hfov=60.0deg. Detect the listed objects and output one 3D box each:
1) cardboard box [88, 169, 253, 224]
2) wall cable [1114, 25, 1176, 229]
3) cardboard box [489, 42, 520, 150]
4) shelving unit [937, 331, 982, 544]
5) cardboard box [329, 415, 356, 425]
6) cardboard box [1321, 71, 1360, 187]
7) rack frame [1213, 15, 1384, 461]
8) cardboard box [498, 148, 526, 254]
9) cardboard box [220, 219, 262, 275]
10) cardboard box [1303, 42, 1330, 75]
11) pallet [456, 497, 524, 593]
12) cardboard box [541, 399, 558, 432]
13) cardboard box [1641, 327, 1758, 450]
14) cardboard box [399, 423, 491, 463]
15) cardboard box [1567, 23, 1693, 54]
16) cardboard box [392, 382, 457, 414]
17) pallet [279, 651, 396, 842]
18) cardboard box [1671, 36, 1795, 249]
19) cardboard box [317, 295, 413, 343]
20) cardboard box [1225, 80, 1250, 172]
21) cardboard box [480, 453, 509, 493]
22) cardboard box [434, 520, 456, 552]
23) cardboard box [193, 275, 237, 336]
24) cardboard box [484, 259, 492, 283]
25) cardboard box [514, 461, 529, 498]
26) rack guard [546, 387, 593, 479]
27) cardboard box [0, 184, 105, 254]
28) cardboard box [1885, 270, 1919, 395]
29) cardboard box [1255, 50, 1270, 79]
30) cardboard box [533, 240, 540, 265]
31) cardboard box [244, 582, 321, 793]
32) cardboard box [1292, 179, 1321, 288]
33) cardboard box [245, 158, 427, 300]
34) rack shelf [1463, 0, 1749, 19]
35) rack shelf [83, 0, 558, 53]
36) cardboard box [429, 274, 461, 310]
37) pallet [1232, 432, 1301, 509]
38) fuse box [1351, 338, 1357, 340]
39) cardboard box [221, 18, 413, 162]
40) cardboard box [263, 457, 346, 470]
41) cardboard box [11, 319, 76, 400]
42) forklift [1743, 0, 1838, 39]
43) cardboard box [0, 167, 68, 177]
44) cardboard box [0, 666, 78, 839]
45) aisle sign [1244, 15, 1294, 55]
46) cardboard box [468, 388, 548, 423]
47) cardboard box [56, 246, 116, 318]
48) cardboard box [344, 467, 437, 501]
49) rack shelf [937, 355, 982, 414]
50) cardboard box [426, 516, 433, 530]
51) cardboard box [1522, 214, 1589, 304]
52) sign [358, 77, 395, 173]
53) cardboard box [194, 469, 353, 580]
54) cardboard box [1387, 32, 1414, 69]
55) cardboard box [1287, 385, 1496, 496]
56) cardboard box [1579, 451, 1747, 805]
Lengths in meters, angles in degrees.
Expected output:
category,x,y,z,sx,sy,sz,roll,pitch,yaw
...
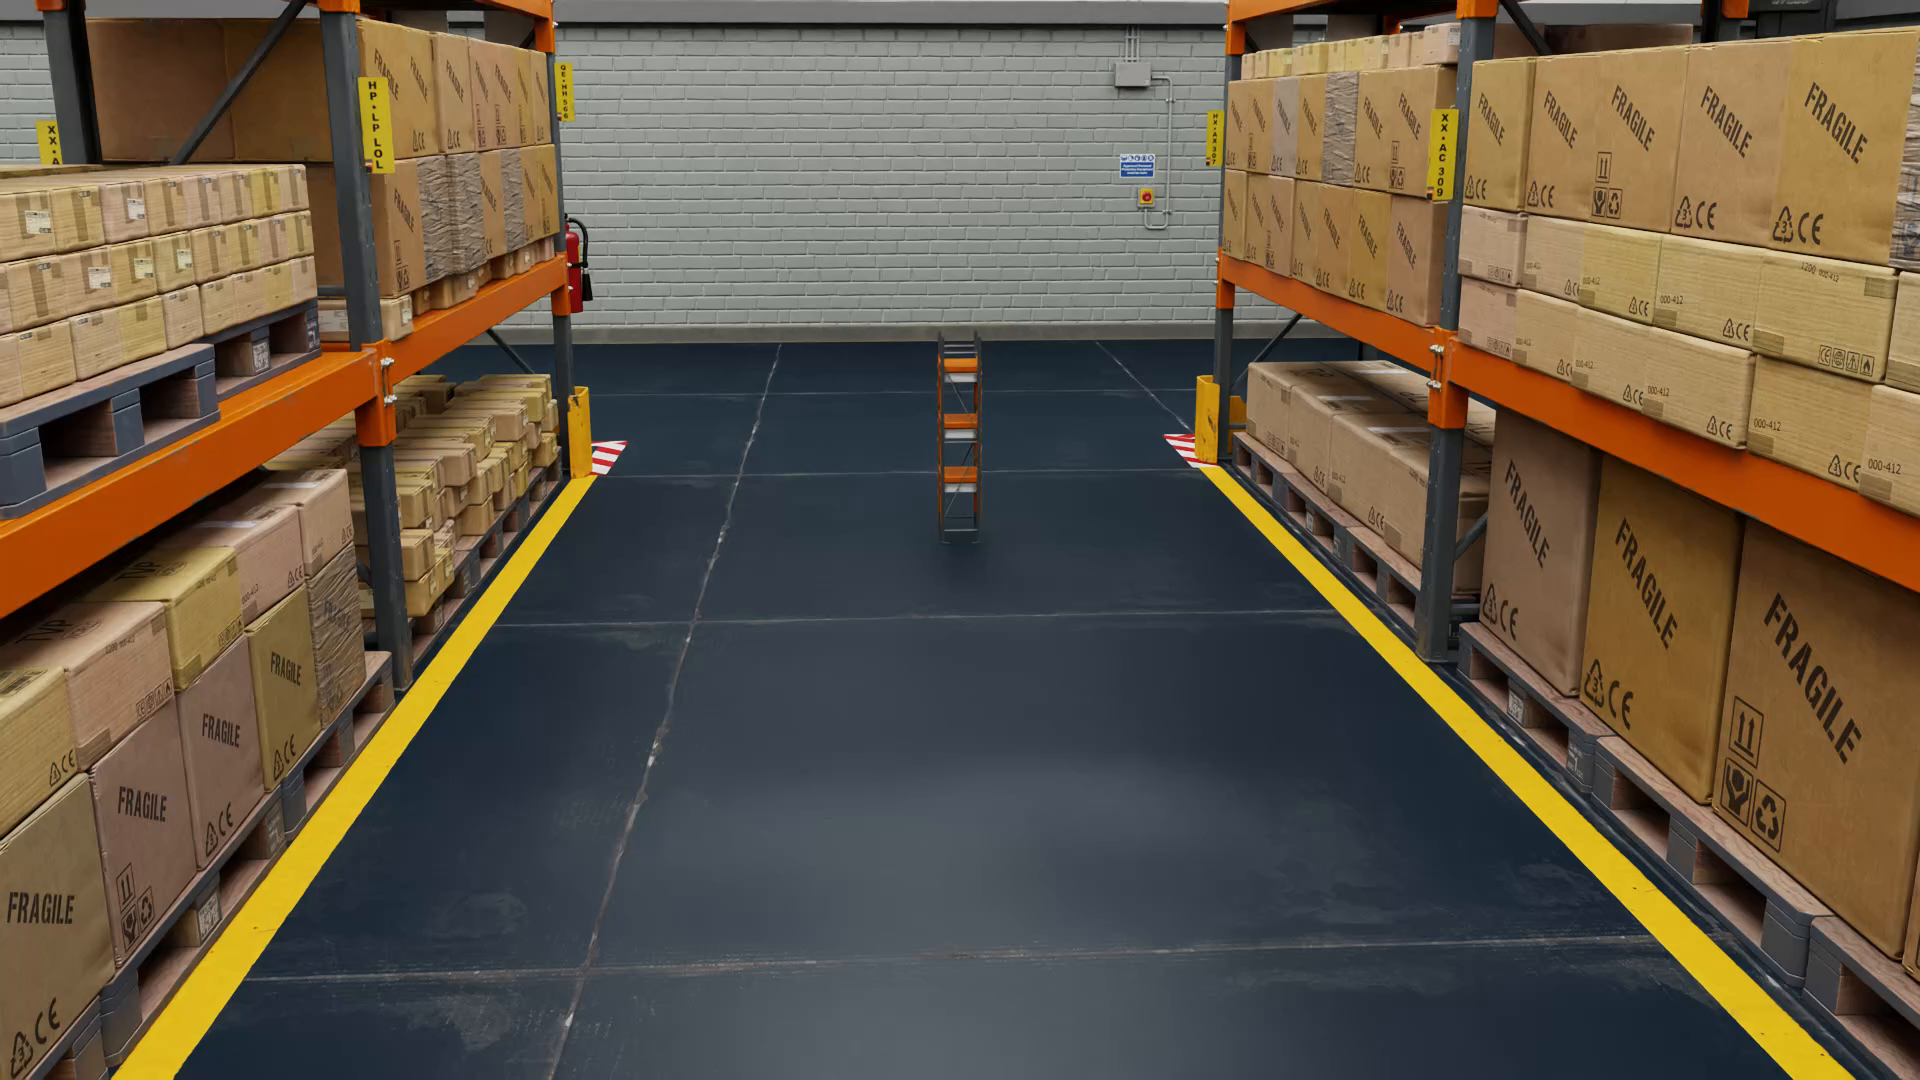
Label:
category,x,y,z,sx,sy,sz,roll,pitch,yaw
cardboard box,-2.342,-1.020,4.939,0.380,0.149,0.250,-1,14,-5
wall cable,1.721,-3.884,15.499,0.585,1.953,0.123,-1,14,-3
cardboard box,-2.492,-2.185,8.193,0.500,0.500,0.500,0,14,-1
shelving unit,-0.003,-0.522,8.447,0.215,1.050,0.252,-1,14,-3
cardboard box,-3.046,-0.521,8.217,0.380,0.149,0.250,-1,14,-3
cardboard box,1.972,-1.878,7.599,0.500,0.500,0.500,-1,14,-3
rack frame,2.093,-1.975,10.181,1.000,3.000,0.127,-1,14,-3
cardboard box,-2.488,-1.704,8.330,0.500,0.500,0.500,-1,14,-3
cardboard box,-2.341,-0.881,4.994,0.380,0.149,0.250,0,14,-1
cardboard box,1.893,-2.342,8.102,0.380,0.149,0.250,-1,14,-5
pallet,-2.749,0.002,8.096,1.003,0.211,1.213,-1,14,-3
cardboard box,-2.523,-0.713,9.559,0.380,0.149,0.250,-1,14,-5
cardboard box,2.176,-0.413,4.412,0.500,0.250,0.500,-1,14,-4
cardboard box,-2.479,-0.467,8.006,0.380,0.149,0.250,-1,14,-3
cardboard box,2.581,-1.909,6.417,0.380,0.149,0.250,-1,14,-4
cardboard box,-3.010,-0.782,9.229,0.380,0.149,0.250,-1,14,-2
pallet,-2.543,0.666,5.515,1.003,0.211,1.213,-1,14,-3
cardboard box,2.208,-1.019,4.260,0.500,0.500,0.500,-1,14,-4
cardboard box,-2.284,-0.832,6.244,0.380,0.149,0.250,0,14,-1
cardboard box,1.839,-2.383,9.563,0.500,0.500,0.500,-1,14,-5
cardboard box,-2.402,-0.323,8.044,0.380,0.149,0.250,-1,14,-3
cardboard box,-2.444,0.014,7.331,0.380,0.149,0.250,-1,14,-5
cardboard box,-2.325,-0.675,4.792,0.380,0.149,0.250,-2,15,-6
cardboard box,-2.547,-1.353,8.269,0.380,0.149,0.250,-1,15,-6
cardboard box,-2.446,-0.315,8.609,0.380,0.149,0.250,-2,15,-6
rack guard,-2.836,-0.644,10.024,1.175,0.500,0.348,-1,14,-3
cardboard box,-2.275,-0.760,3.928,0.380,0.149,0.250,-1,14,-4
cardboard box,2.270,-0.398,3.353,0.500,0.250,0.500,-1,14,-5
cardboard box,1.828,-2.598,9.096,0.380,0.149,0.250,0,14,-2
cardboard box,-2.561,-1.612,9.277,0.380,0.149,0.250,-1,14,-4
cardboard box,-2.264,0.437,4.983,0.500,0.500,0.500,-1,14,-5
cardboard box,1.957,-1.523,8.224,0.500,0.500,0.500,0,14,-2
cardboard box,-2.372,-1.198,6.364,0.500,0.500,0.500,-1,14,-4
rack shelf,2.465,-1.587,4.097,1.077,0.370,4.000,-1,14,-3
rack shelf,-2.717,-2.480,7.569,1.077,0.370,4.000,-1,14,-3
cardboard box,-2.404,-1.092,7.255,0.380,0.149,0.250,-1,14,-2
pallet,2.221,-0.426,9.760,1.003,0.211,1.213,-1,14,-3
fuse box,3.826,-2.749,15.775,0.539,1.711,0.414,-1,14,-3
cardboard box,-2.378,-1.671,6.196,0.500,0.500,0.500,-1,14,-2
cardboard box,-2.891,-0.264,7.217,0.380,0.149,0.250,0,14,-2
cardboard box,-2.256,-0.409,3.758,0.380,0.149,0.250,-1,14,-3
forklift,5.276,-1.804,9.656,3.031,2.935,1.130,6,16,23
cardboard box,-3.004,-1.074,5.147,0.380,0.149,0.250,0,14,-2
cardboard box,-2.178,0.459,3.390,0.500,0.250,0.500,-1,14,-4
aisle sign,1.800,-3.247,9.909,0.394,0.787,0.004,-1,14,-3
cardboard box,-2.454,-0.730,9.029,0.380,0.149,0.250,-1,14,-5
cardboard box,-2.277,-0.620,3.980,0.380,0.149,0.250,0,14,-1
cardboard box,-2.430,-0.209,7.005,0.380,0.149,0.250,-1,14,-4
rack shelf,-0.003,-0.786,8.379,0.215,0.259,0.240,-1,14,-3
cardboard box,-2.452,-0.062,7.028,0.380,0.149,0.250,-1,14,-4
cardboard box,2.147,-0.906,5.326,0.500,0.250,0.500,-1,14,-3
sign,-2.039,-1.448,5.812,0.100,0.325,0.005,-1,14,-3
cardboard box,-2.295,-0.053,5.381,0.500,0.250,0.500,-1,14,-5
cardboard box,2.057,-2.090,7.122,0.380,0.149,0.250,-1,14,-4
cardboard box,2.299,-0.547,8.932,0.875,0.438,0.875,0,14,-2
cardboard box,2.523,0.223,5.060,0.875,0.875,0.875,0,14,-2
